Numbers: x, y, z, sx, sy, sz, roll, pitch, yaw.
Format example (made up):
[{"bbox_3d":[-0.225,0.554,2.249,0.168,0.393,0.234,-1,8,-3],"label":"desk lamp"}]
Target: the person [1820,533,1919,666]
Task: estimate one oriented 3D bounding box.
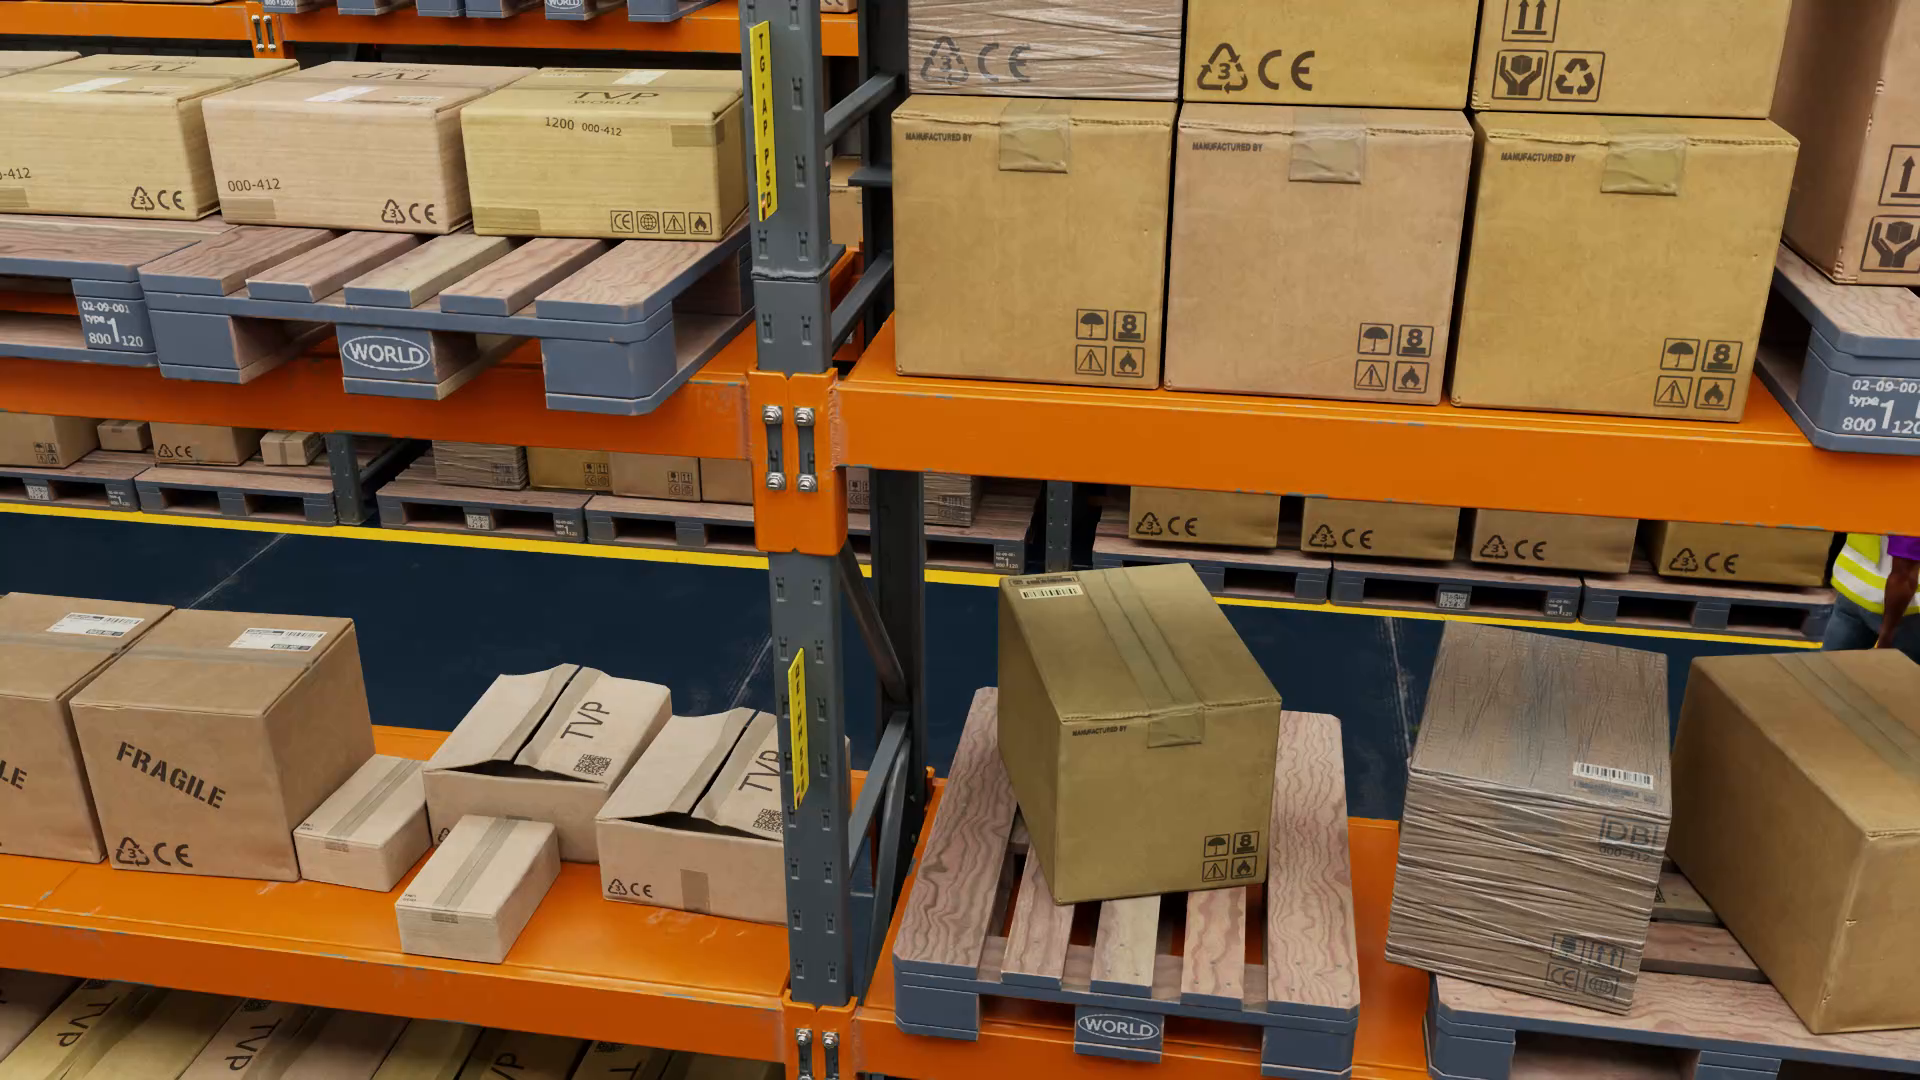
[{"bbox_3d":[3.660,0.205,6.622,0.951,1.732,0.566,-3,25,-6],"label":"person"}]
